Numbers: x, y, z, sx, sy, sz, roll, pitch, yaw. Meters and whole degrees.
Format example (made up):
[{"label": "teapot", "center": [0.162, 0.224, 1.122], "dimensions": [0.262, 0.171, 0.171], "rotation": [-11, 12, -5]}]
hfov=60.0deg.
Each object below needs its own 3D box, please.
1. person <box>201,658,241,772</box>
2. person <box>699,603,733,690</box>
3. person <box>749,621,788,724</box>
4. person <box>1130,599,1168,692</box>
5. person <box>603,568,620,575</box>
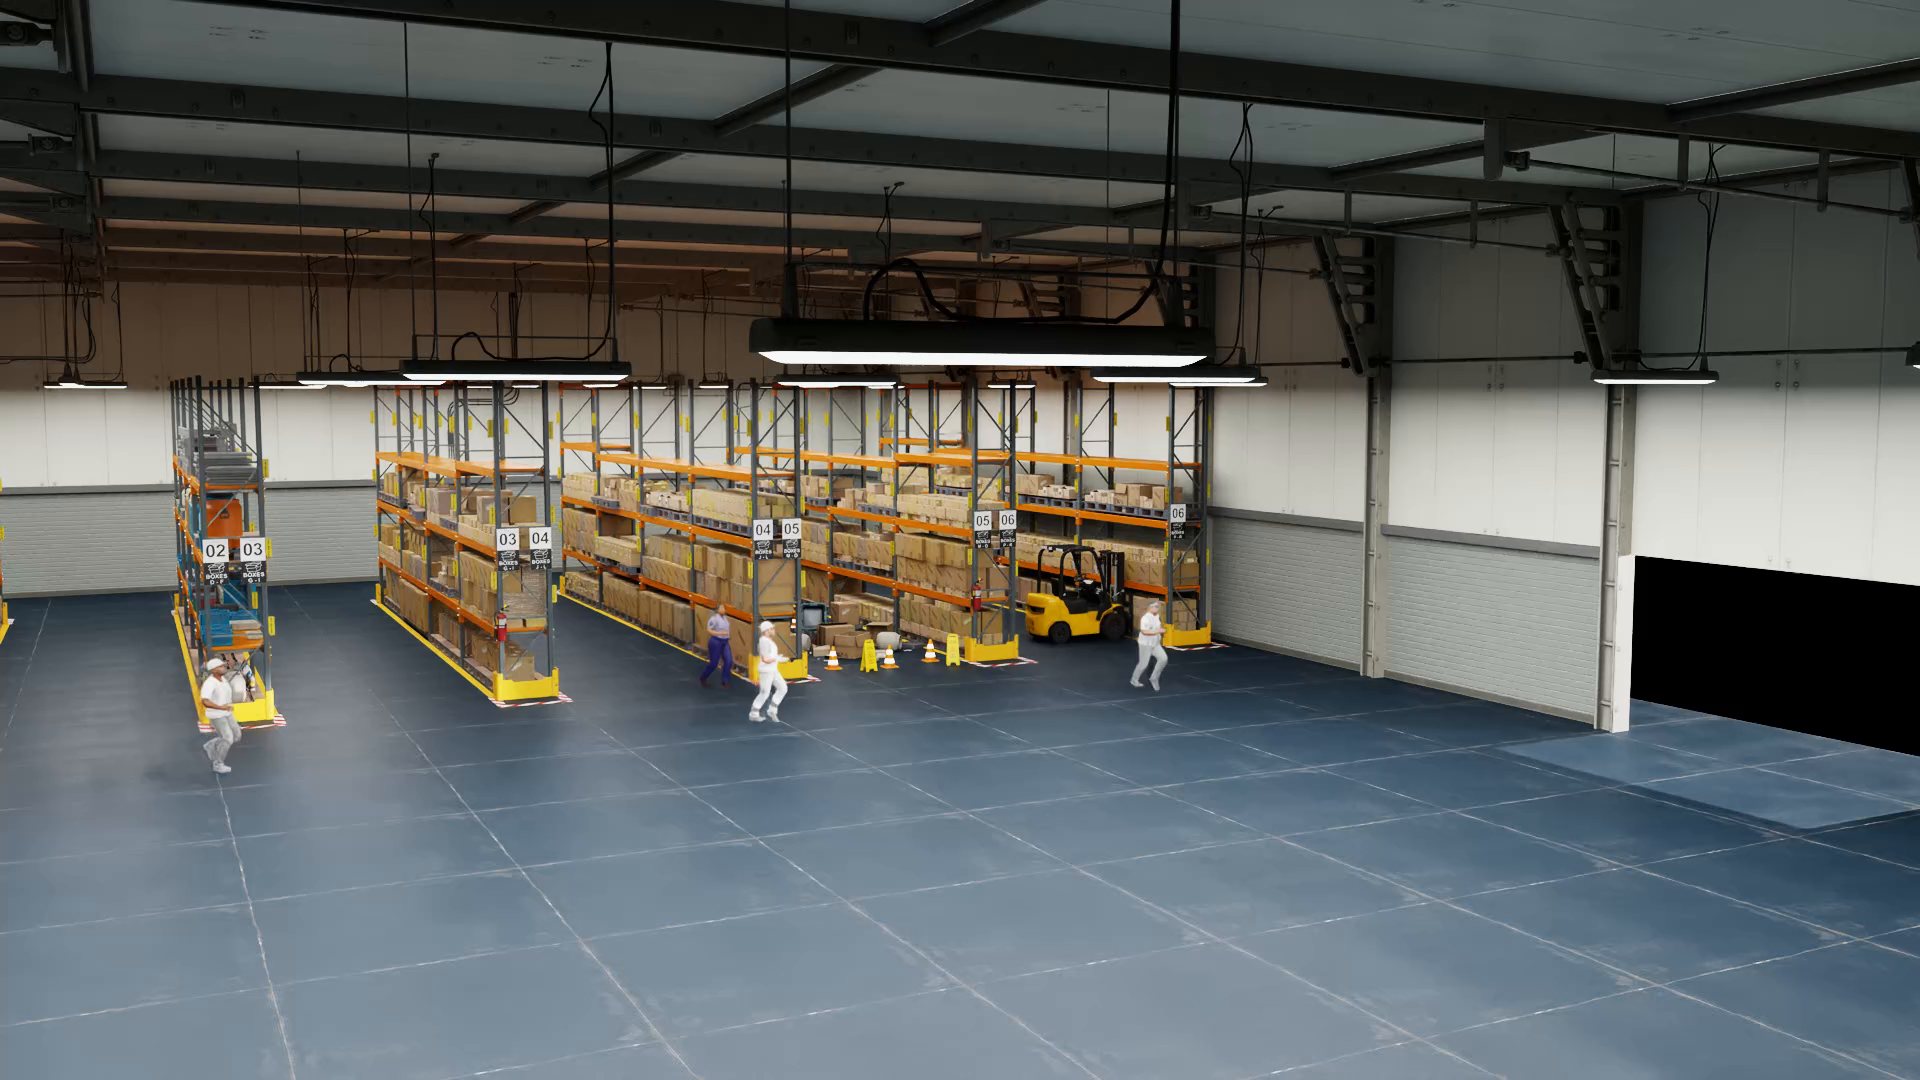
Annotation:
[{"label": "person", "center": [-11.178, 2.637, 25.078], "dimensions": [0.558, 1.714, 0.760], "rotation": [0, 5, -4]}, {"label": "person", "center": [-4.695, 2.076, 32.153], "dimensions": [0.749, 1.686, 0.640], "rotation": [3, 6, 31]}, {"label": "person", "center": [-3.280, 2.295, 28.634], "dimensions": [0.733, 1.814, 0.628], "rotation": [1, 5, 9]}, {"label": "person", "center": [3.635, 2.017, 31.892], "dimensions": [0.853, 1.805, 0.689], "rotation": [4, 7, 40]}, {"label": "person", "center": [-10.326, 0.552, 48.828], "dimensions": [0.868, 1.675, 0.594], "rotation": [2, 5, 18]}]
